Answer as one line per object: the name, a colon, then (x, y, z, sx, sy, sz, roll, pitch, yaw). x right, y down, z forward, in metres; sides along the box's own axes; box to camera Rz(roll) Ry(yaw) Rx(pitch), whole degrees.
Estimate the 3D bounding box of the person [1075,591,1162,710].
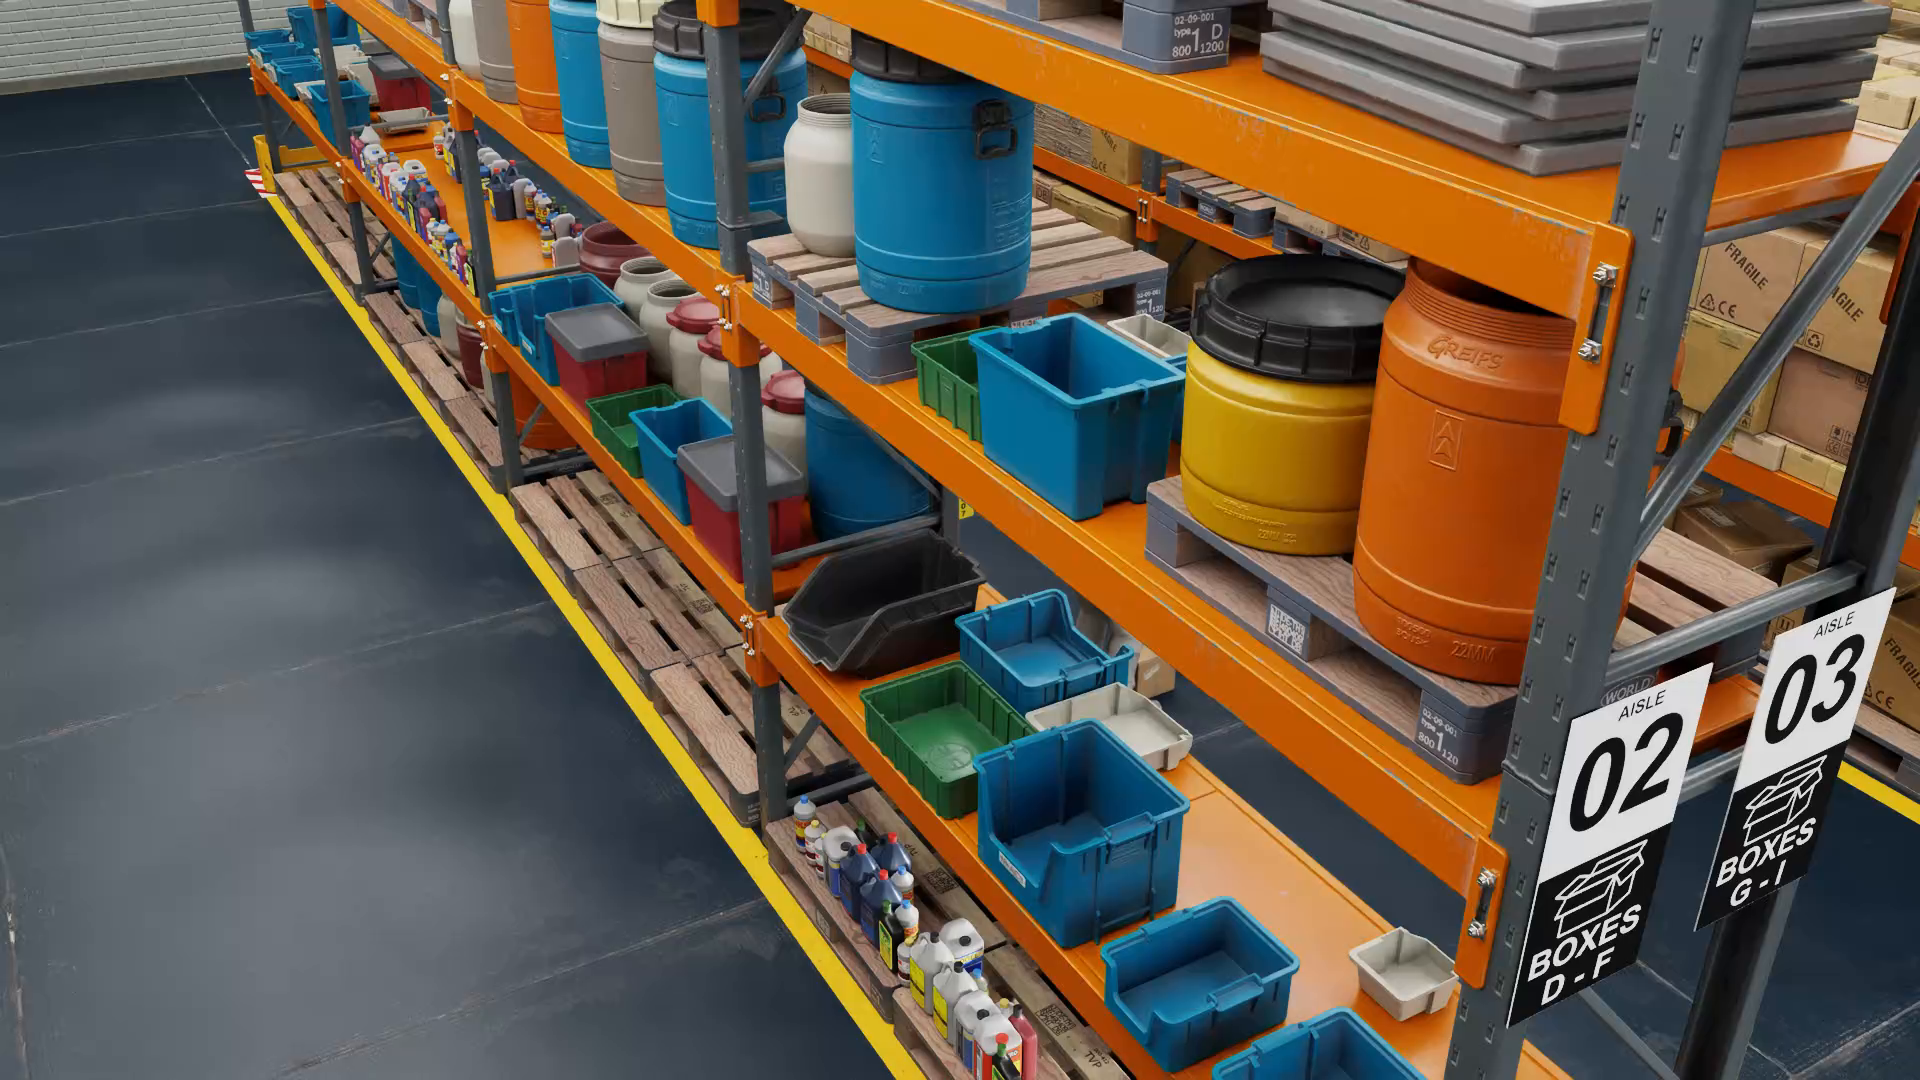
person: (0.750, 0.086, 8.400, 0.438, 1.748, 0.586, -16, 32, -26)
